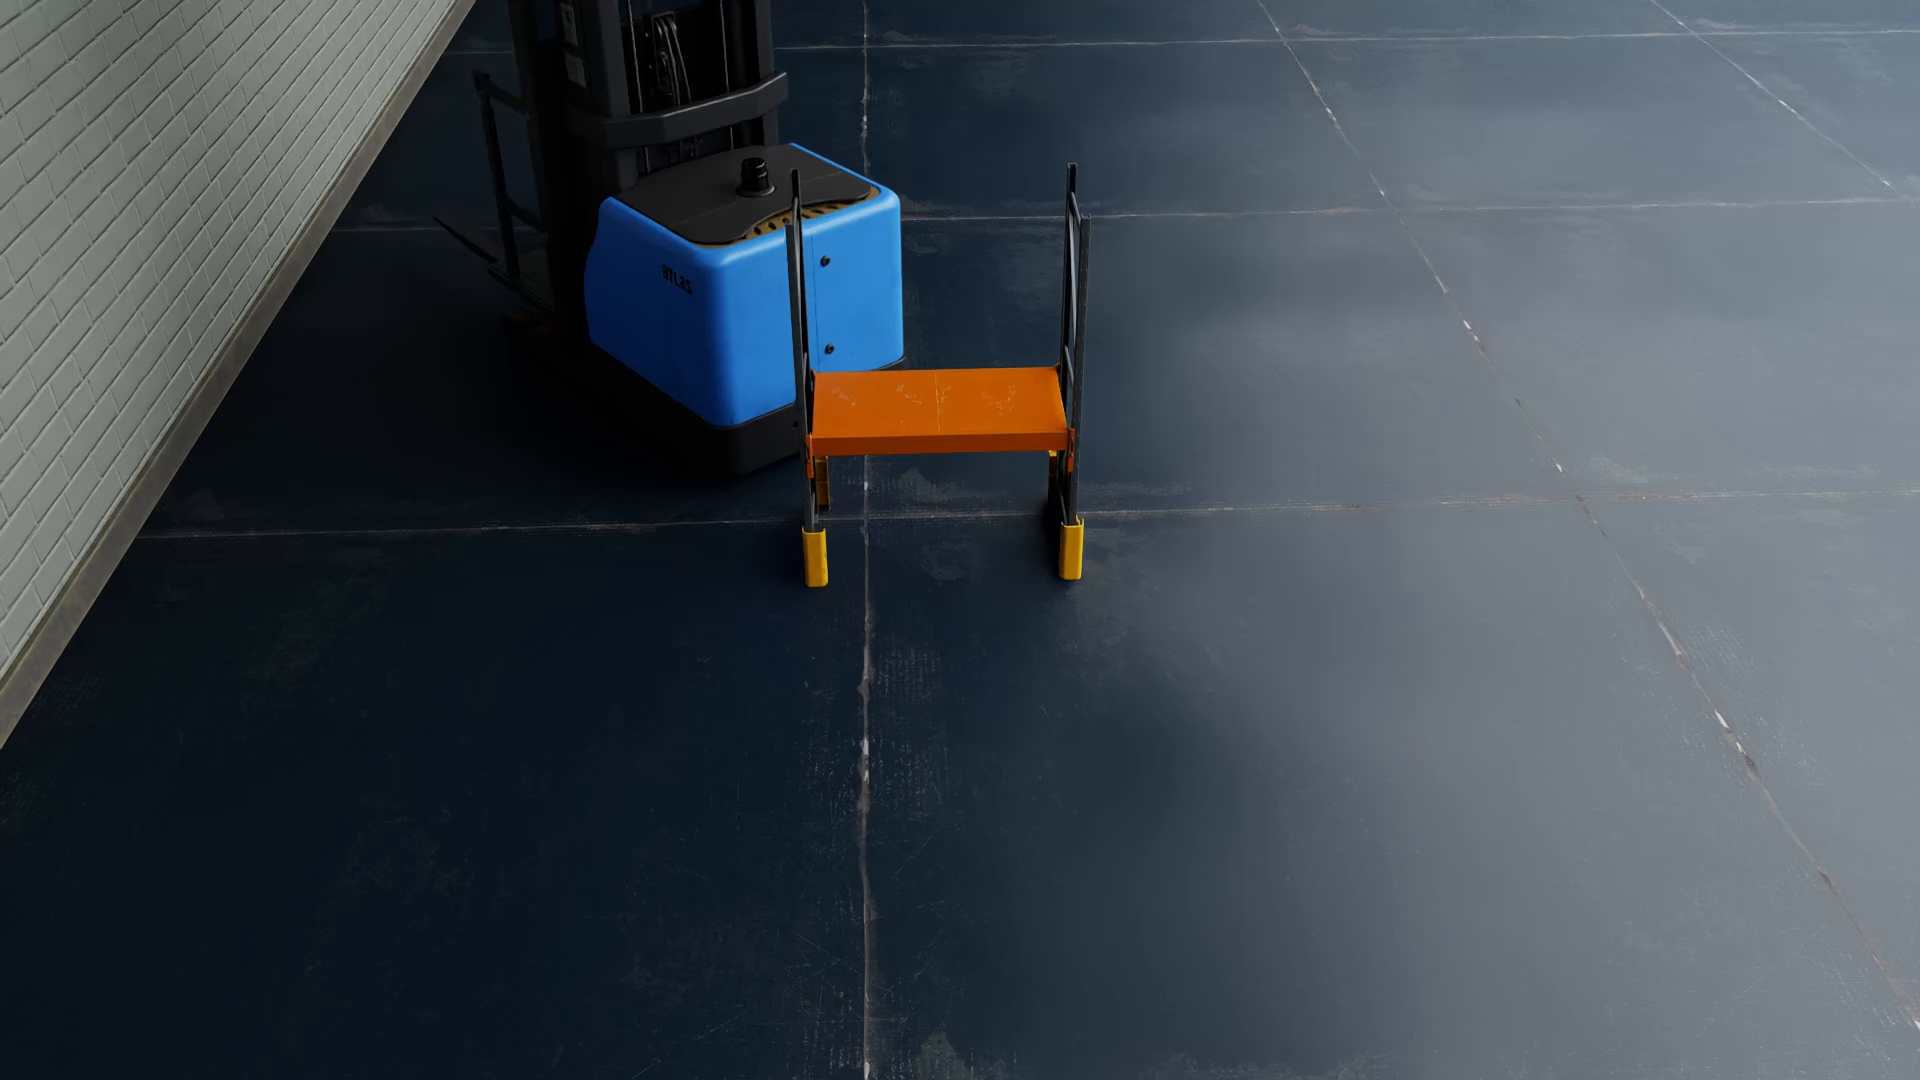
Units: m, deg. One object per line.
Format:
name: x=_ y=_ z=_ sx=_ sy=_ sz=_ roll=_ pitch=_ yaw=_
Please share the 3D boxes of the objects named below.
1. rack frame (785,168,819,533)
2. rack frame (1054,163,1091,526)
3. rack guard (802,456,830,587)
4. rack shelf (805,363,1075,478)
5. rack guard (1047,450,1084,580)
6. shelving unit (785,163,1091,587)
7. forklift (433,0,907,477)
rack frame: x=-0.593 y=-0.601 z=6.300 sx=0.032 sy=1.500 sz=0.500 roll=-2 pitch=35 yaw=-2
rack frame: x=0.423 y=-0.628 z=6.340 sx=0.032 sy=1.500 sz=0.500 roll=-2 pitch=35 yaw=-2
rack guard: x=-0.574 y=-0.087 z=6.657 sx=0.087 sy=0.250 sz=0.587 roll=-2 pitch=35 yaw=-2
rack shelf: x=-0.085 y=-0.467 z=6.422 sx=1.000 sy=0.185 sz=0.538 roll=-2 pitch=35 yaw=-2
rack guard: x=0.421 y=-0.114 z=6.695 sx=0.087 sy=0.250 sz=0.587 roll=-2 pitch=35 yaw=-2
shelving unit: x=-0.076 y=-0.615 z=6.320 sx=1.083 sy=1.500 sz=0.587 roll=-2 pitch=35 yaw=-2
forklift: x=-1.575 y=-2.234 z=7.402 sx=1.130 sy=2.935 sz=3.031 roll=-26 pitch=42 yaw=-32
